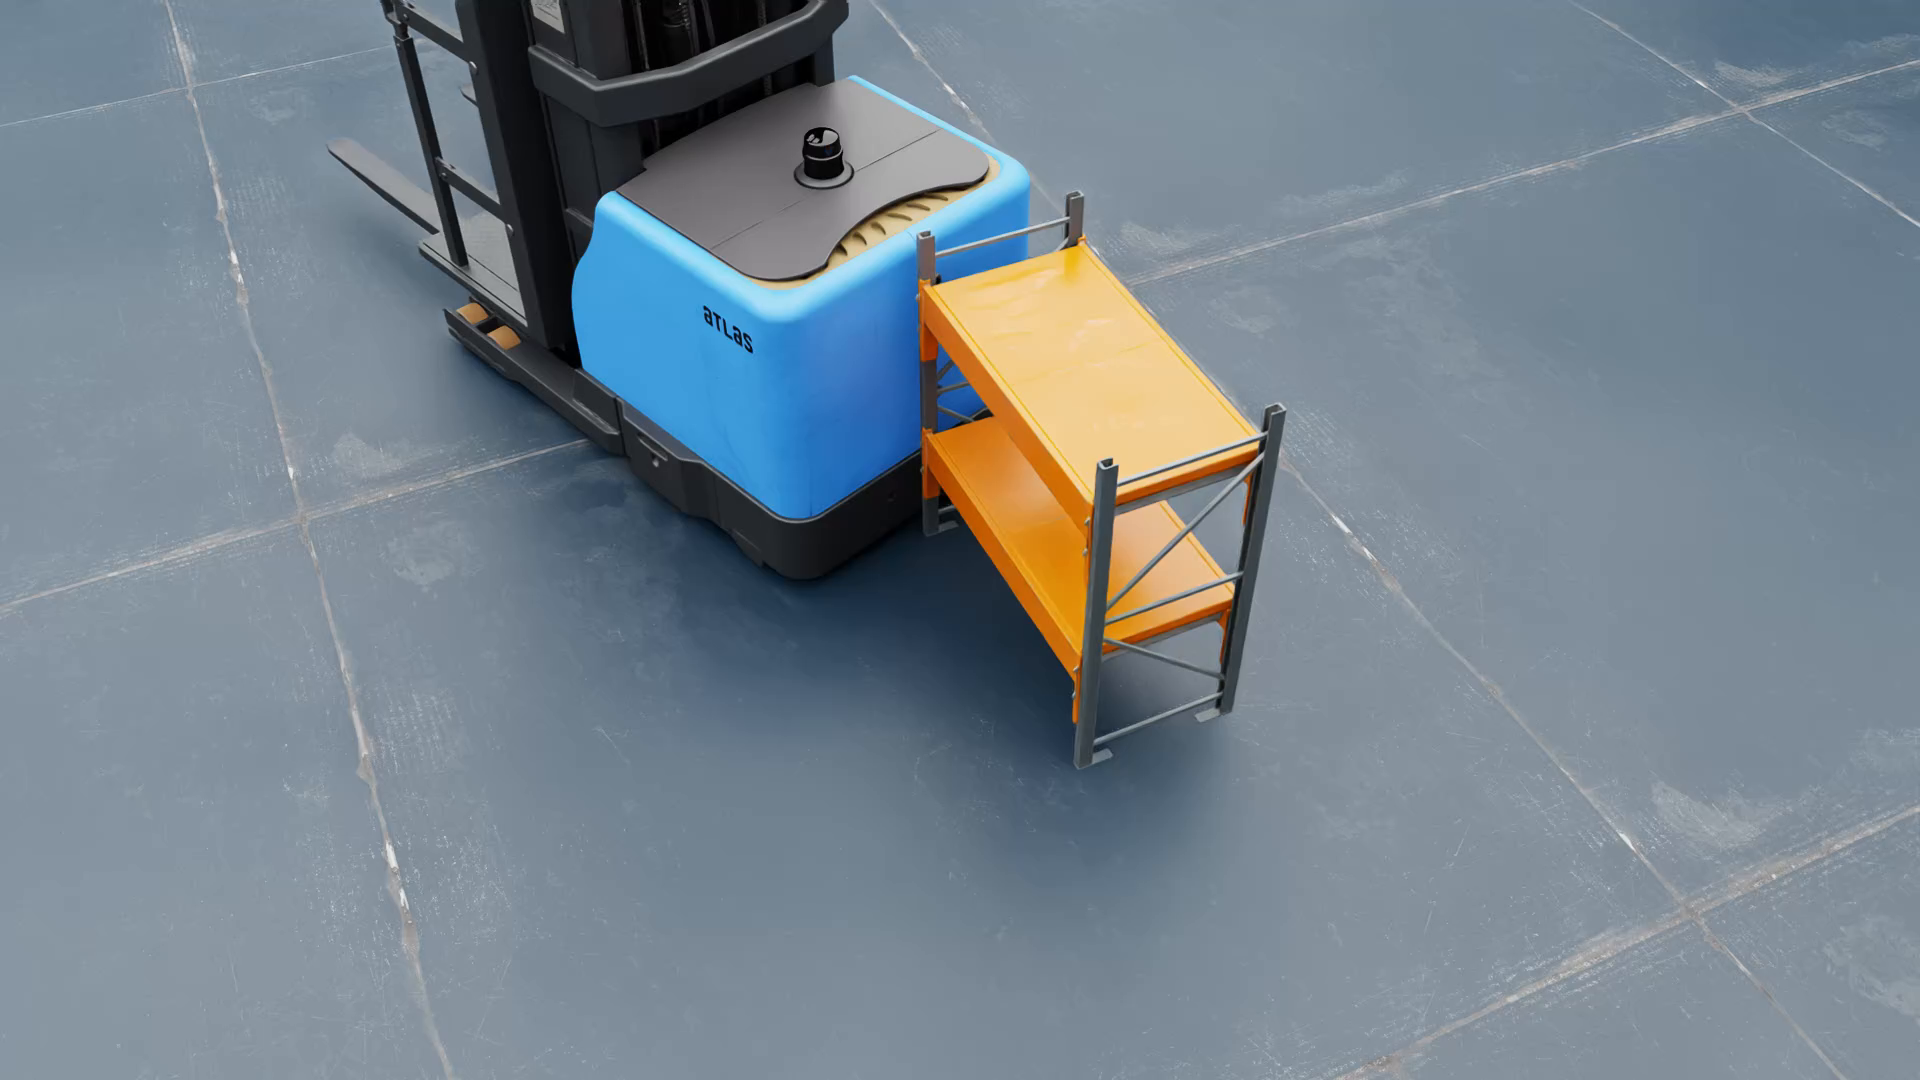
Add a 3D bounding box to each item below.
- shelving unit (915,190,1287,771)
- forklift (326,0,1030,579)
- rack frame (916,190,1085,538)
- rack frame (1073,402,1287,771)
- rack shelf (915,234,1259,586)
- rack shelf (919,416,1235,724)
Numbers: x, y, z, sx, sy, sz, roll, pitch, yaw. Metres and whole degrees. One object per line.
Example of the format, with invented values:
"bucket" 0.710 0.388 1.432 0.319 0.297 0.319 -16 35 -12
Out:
"shelving unit" 0.331 -0.169 4.620 0.538 1.125 1.048 -18 47 -18
"forklift" -1.176 -1.853 5.041 3.031 2.935 1.130 35 54 30
"rack frame" 0.114 -0.492 4.948 0.500 1.125 0.032 -18 47 -18
"rack frame" 0.547 0.154 4.293 0.500 1.125 0.032 -18 47 -18
"rack shelf" 0.331 -0.377 4.415 0.538 0.278 1.000 -18 47 -18
"rack shelf" 0.331 0.005 4.792 0.538 0.278 1.000 -18 47 -18
